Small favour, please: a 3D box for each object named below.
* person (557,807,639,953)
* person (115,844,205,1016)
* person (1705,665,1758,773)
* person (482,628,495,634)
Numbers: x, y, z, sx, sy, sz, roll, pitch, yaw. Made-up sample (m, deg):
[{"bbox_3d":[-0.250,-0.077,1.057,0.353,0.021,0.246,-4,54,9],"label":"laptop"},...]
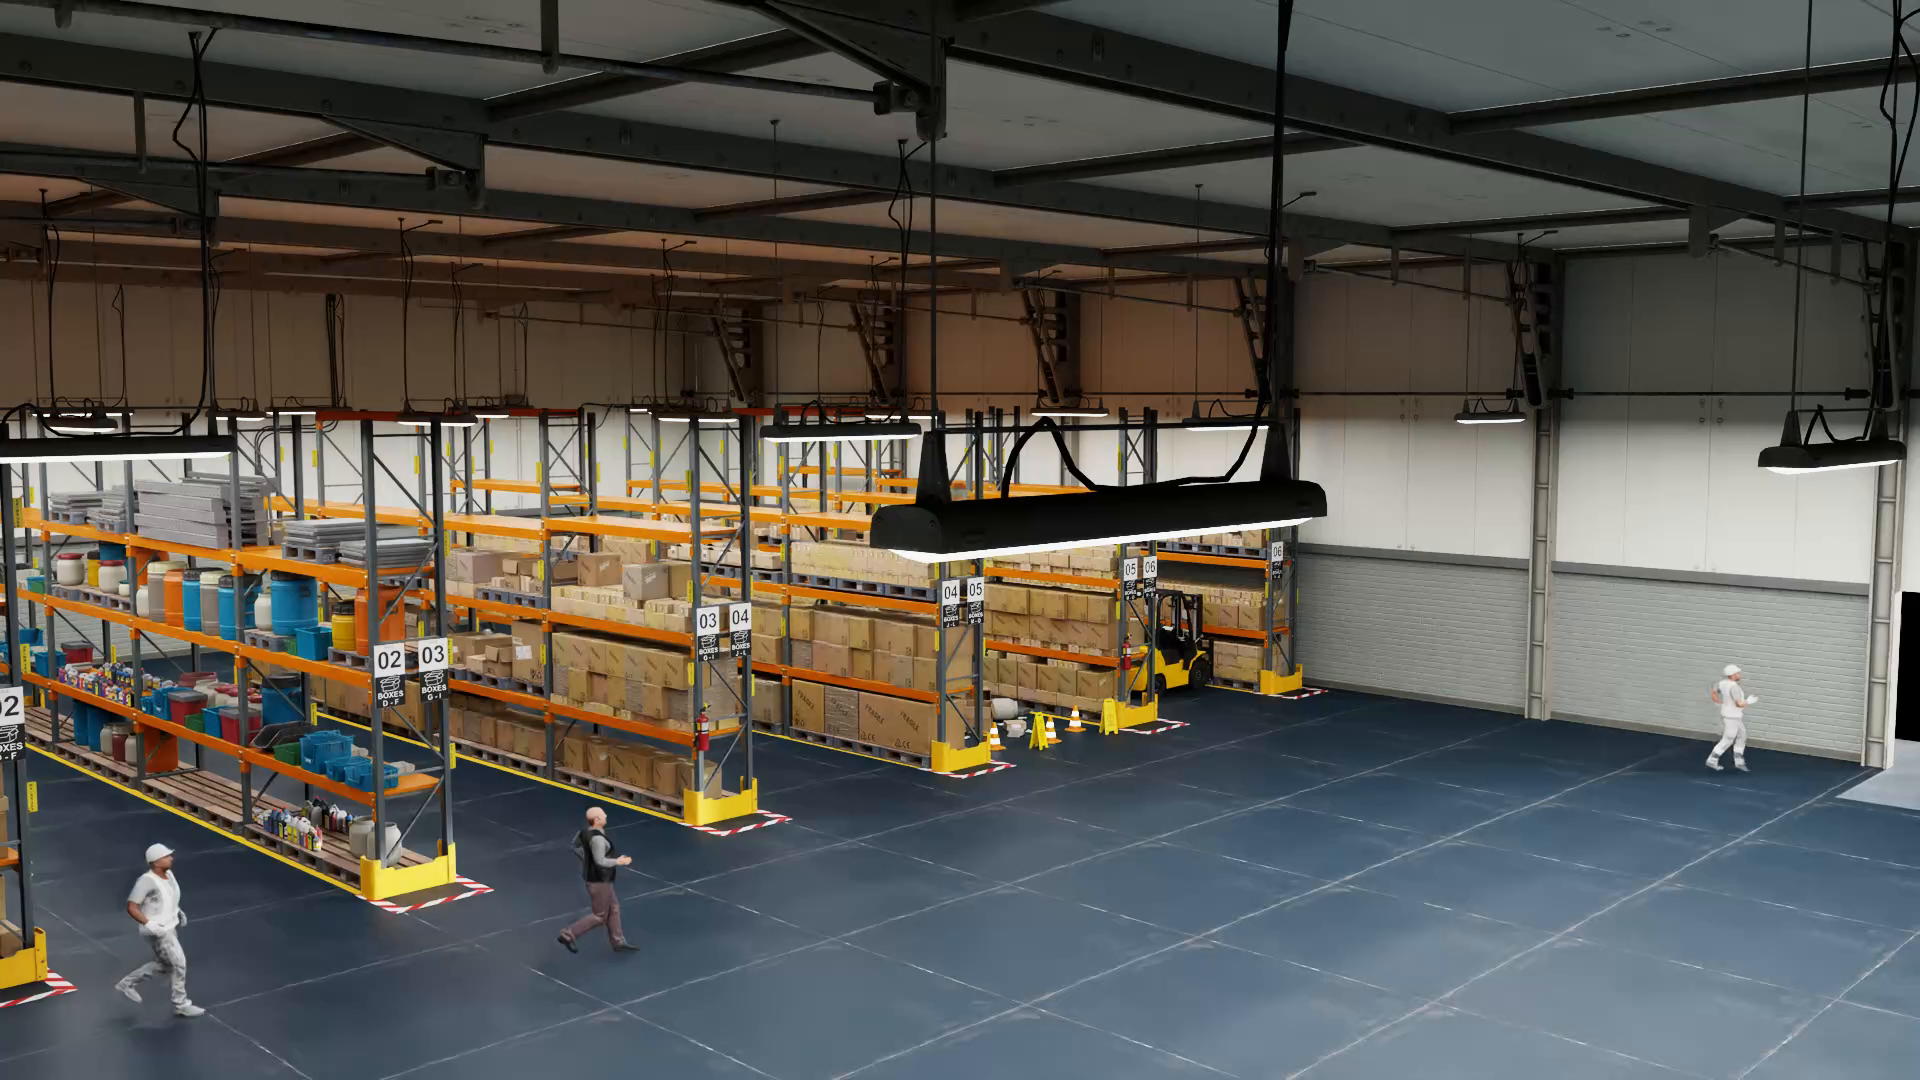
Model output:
[{"bbox_3d":[-4.035,3.824,18.577,0.901,1.717,0.661,-2,6,-24],"label":"person"},{"bbox_3d":[-8.166,3.968,16.905,0.897,1.784,0.699,-1,5,-6],"label":"person"},{"bbox_3d":[12.805,2.979,27.612,0.765,1.832,0.632,1,5,11],"label":"person"},{"bbox_3d":[-9.403,2.577,33.063,0.771,1.658,0.627,4,6,36],"label":"person"}]
